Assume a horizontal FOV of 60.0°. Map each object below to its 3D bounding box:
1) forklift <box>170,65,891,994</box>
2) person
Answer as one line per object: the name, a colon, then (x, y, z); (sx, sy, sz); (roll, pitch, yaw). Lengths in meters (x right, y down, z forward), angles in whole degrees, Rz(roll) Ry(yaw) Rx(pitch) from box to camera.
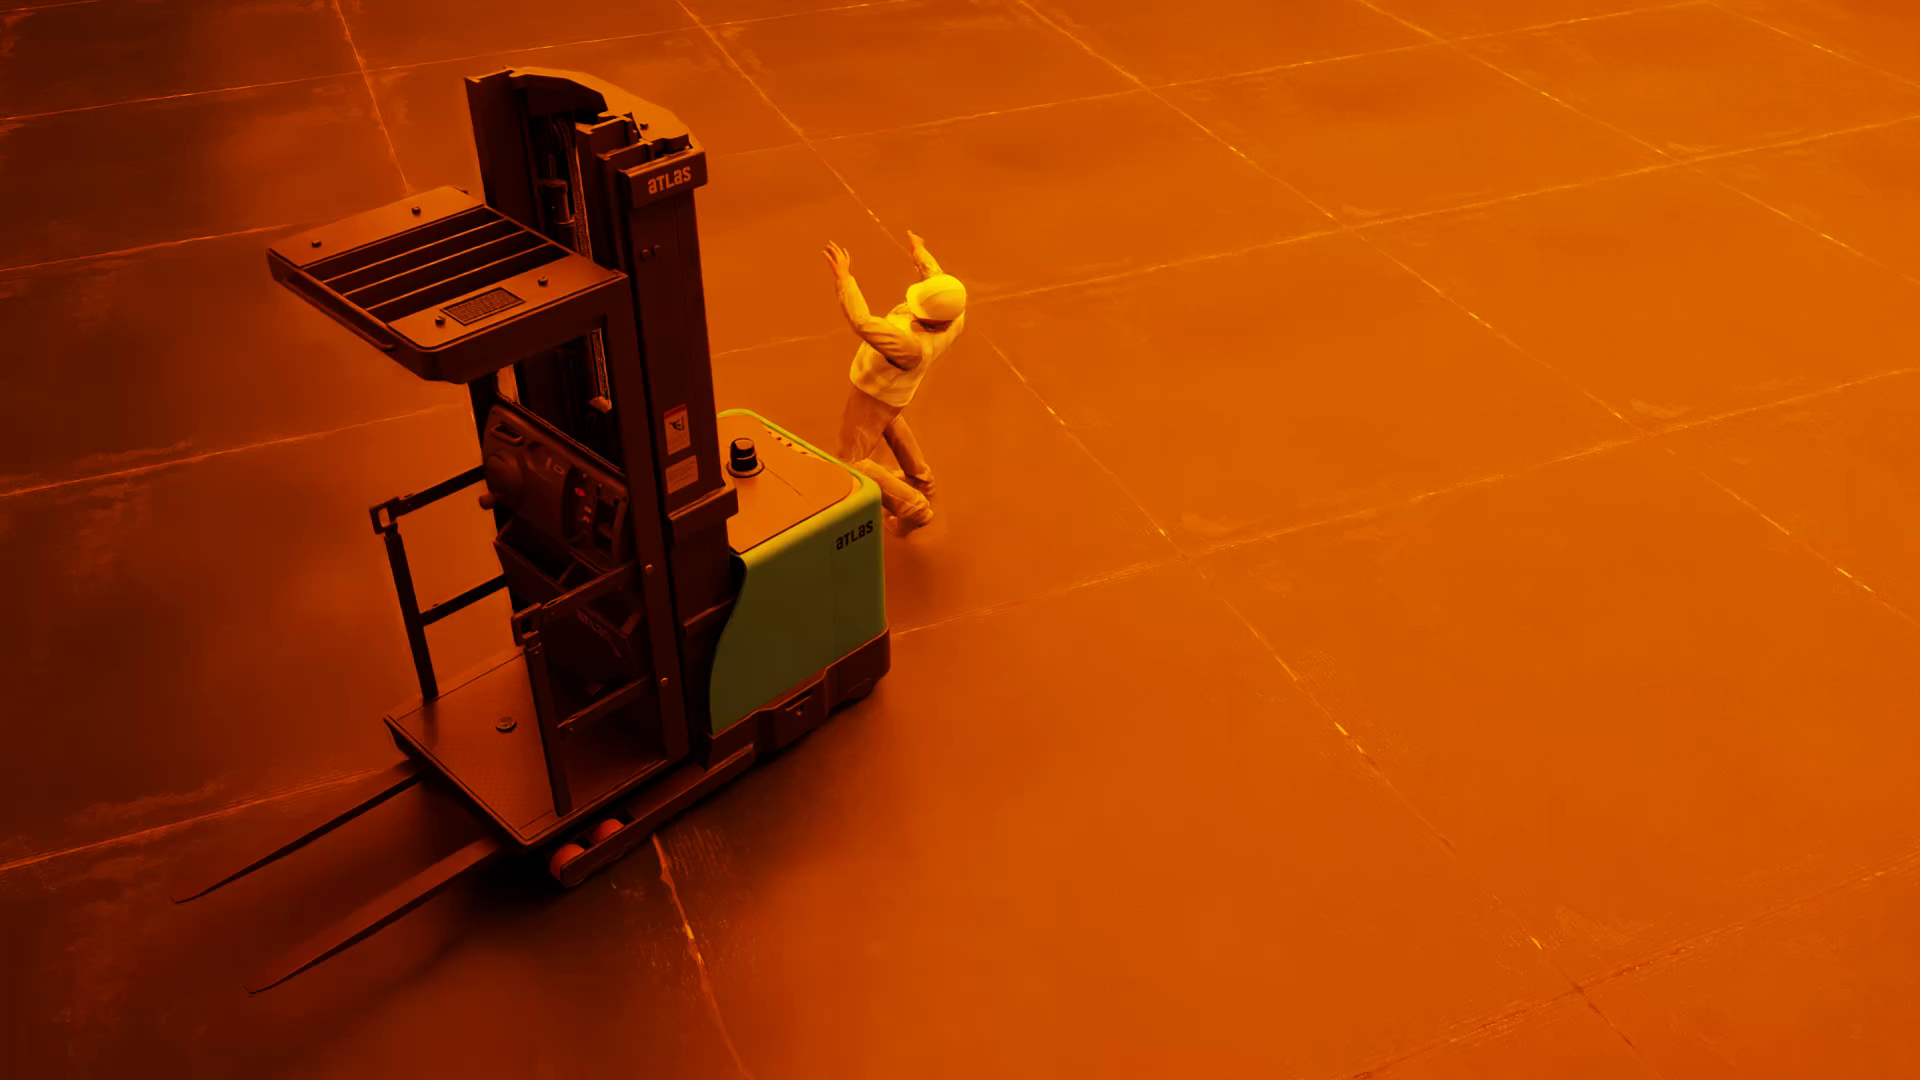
forklift: (-1.714, -0.146, 6.304); (1.130, 2.935, 3.031); (30, 45, 35)
person: (-0.227, -0.883, 8.503); (0.706, 1.559, 1.047); (10, 37, 14)
